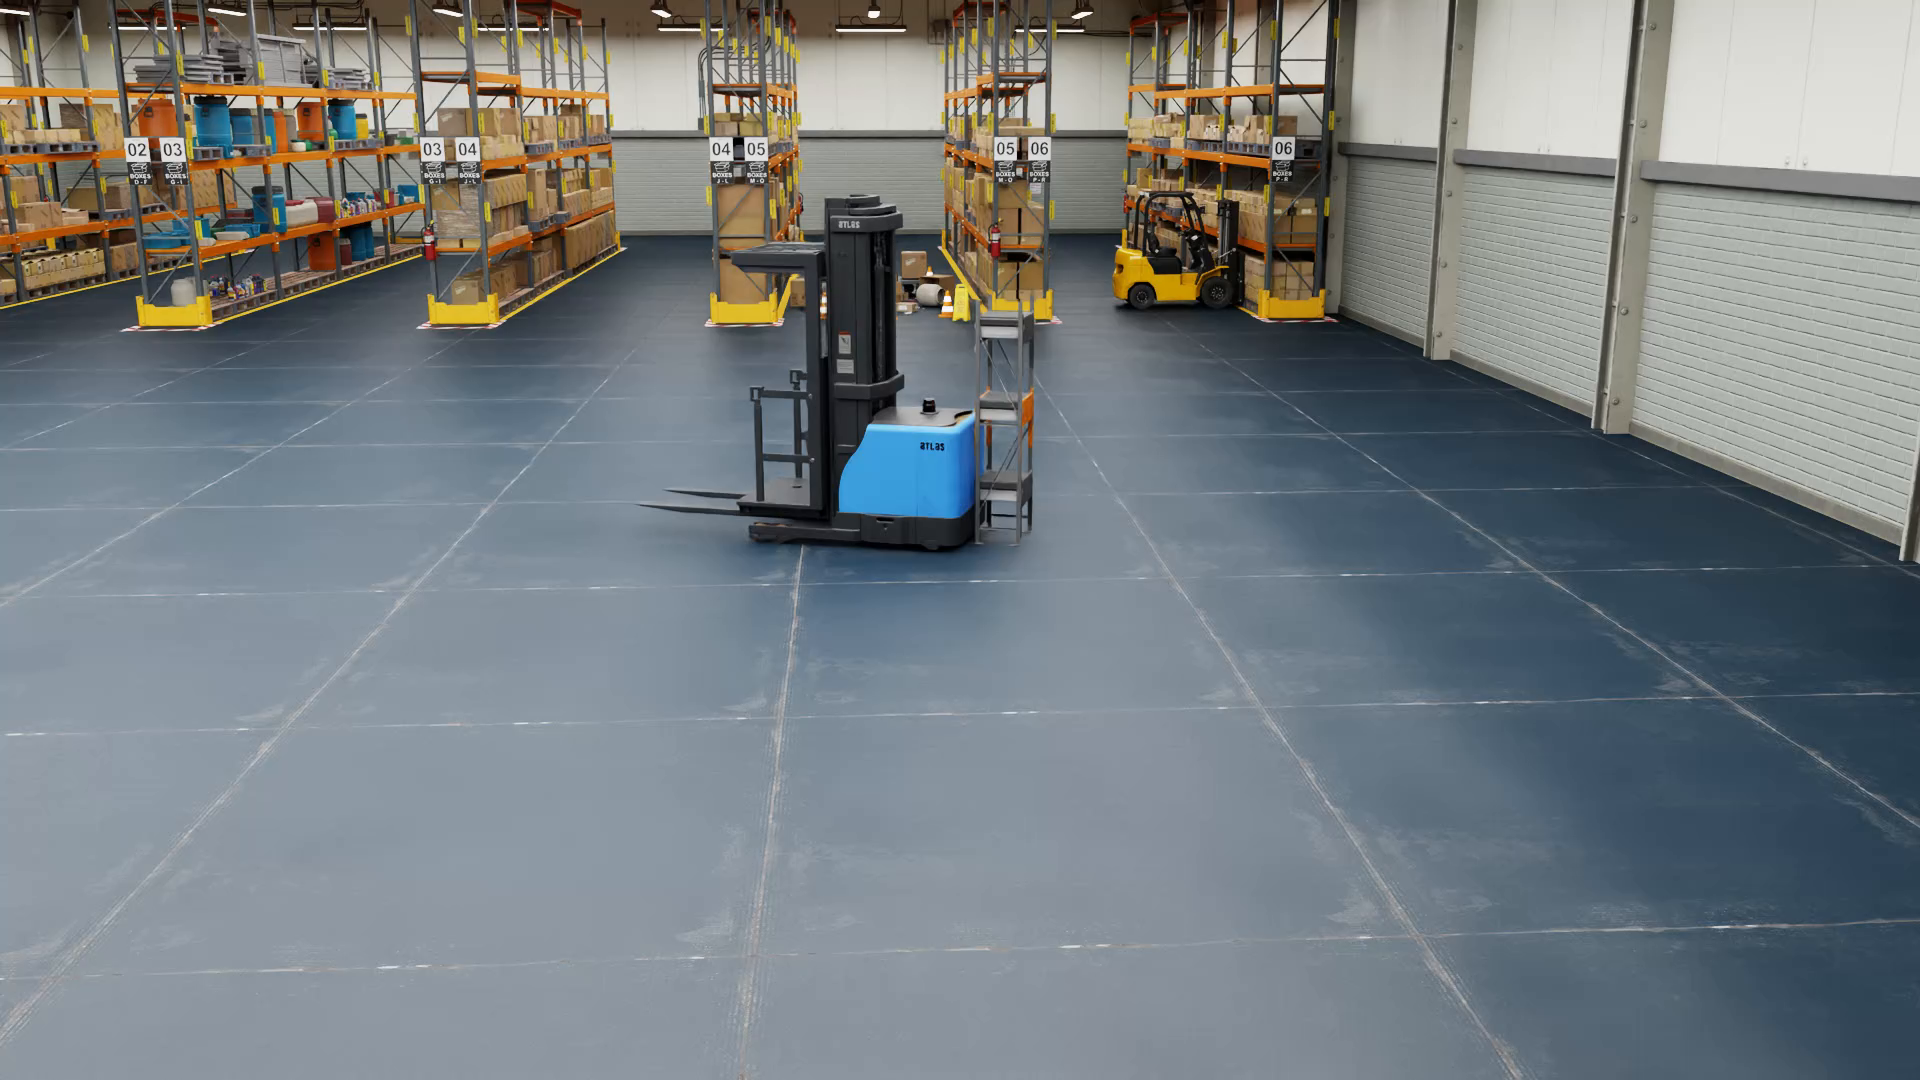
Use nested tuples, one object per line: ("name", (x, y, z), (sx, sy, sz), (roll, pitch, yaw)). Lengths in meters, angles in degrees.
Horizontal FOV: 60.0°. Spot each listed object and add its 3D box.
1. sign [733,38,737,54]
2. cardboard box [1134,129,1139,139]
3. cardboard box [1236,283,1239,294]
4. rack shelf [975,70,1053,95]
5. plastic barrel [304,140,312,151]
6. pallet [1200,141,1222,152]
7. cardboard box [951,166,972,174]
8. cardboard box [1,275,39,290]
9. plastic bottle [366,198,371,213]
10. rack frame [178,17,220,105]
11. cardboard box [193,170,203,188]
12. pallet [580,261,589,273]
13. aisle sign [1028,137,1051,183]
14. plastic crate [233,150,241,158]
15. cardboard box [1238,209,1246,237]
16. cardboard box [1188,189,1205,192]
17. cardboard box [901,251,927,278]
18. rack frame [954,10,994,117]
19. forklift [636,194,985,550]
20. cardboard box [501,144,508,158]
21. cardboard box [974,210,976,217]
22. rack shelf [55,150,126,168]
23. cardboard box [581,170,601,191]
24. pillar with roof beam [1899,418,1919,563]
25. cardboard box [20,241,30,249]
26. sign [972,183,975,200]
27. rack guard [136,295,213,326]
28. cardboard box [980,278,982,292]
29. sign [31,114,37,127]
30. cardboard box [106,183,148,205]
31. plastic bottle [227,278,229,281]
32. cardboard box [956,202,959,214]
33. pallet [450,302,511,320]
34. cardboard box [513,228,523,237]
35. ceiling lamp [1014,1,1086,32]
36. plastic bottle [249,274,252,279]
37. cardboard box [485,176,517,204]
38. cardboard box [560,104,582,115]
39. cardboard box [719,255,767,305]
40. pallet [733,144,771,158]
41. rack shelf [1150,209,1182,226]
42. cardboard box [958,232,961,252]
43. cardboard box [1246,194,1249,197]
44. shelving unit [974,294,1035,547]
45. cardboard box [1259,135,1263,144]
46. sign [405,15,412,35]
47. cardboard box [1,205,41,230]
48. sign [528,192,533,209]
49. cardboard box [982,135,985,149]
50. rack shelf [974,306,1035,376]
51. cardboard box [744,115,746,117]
("sign", (-4.882, -10.732, 36.143), (0.100, 0.325, 0.005), (-1, 14, -3))
("cardboard box", (4.878, -10.671, 43.664), (0.500, 0.250, 0.500), (-1, 14, -5))
("cardboard box", (5.601, -4.897, 32.213), (0.500, 0.250, 0.500), (0, 14, -2))
("rack shelf", (0.965, -8.511, 30.996), (1.077, 0.370, 4.000), (-1, 14, -3))
("plastic barrel", (-14.175, -8.535, 35.971), (0.294, 0.245, 0.294), (0, 14, 0))
("pallet", (5.751, -8.441, 35.673), (1.003, 0.211, 1.213), (0, 14, -1))
("cardboard box", (0.041, -9.088, 41.622), (0.500, 0.500, 0.500), (-1, 14, -4))
("cardboard box", (-18.715, -5.124, 33.096), (0.500, 0.250, 0.500), (-1, 14, -5))
("plastic bottle", (-14.105, -7.966, 39.565), (0.144, 0.351, 0.185), (-1, 14, -3))
("rack frame", (-19.681, -12.038, 43.253), (1.000, 3.000, 0.127), (-1, 14, -3))
("cardboard box", (-19.245, -9.048, 41.465), (0.500, 0.500, 0.500), (-1, 14, -5))
("pallet", (-9.344, -6.444, 39.149), (1.003, 0.211, 1.213), (-1, 14, -3))
("aisle sign", (1.402, -6.707, 29.355), (0.394, 0.787, 0.004), (-1, 14, -3))
("plastic crate", (-13.490, -7.156, 30.827), (0.243, 0.136, 0.396), (-1, 14, -3))
("cardboard box", (5.653, -6.084, 31.952), (0.500, 0.500, 0.500), (-1, 14, -3))
("cardboard box", (5.291, -7.738, 37.078), (0.380, 0.149, 0.250), (-1, 14, -2))
("cardboard box", (-0.934, -5.574, 33.668), (0.500, 0.500, 0.500), (-1, 14, -3))
("rack frame", (0.346, -11.348, 40.572), (1.000, 3.000, 0.127), (-1, 14, -3))
("forklift", (-1.349, -1.511, 14.515), (3.031, 2.935, 1.130), (4, 15, 14))
("cardboard box", (-8.676, -7.190, 30.732), (0.500, 0.250, 0.500), (0, 14, -2))
("cardboard box", (0.483, -6.788, 34.550), (0.380, 0.149, 0.250), (-1, 14, -4))
("rack shelf", (-19.309, -8.744, 37.917), (1.077, 0.370, 4.000), (-1, 14, -3))
("cardboard box", (-9.380, -9.099, 42.070), (0.500, 0.500, 0.500), (-1, 14, -5))
("pillar with roof beam", (3.718, -4.085, 12.344), (9.100, 9.000, 0.400), (-1, 14, -3))
("cardboard box", (-24.450, -7.751, 42.805), (0.700, 0.500, 0.500), (-1, 14, -4))
("sign", (0.287, -7.004, 33.406), (0.100, 0.325, 0.005), (-1, 14, -3))
("rack guard", (-13.797, -4.036, 29.211), (1.175, 0.500, 0.348), (-1, 14, -3))
("cardboard box", (0.653, -5.041, 32.775), (0.500, 0.250, 0.500), (0, 14, 0))
("sign", (-24.082, -10.903, 43.245), (0.100, 0.325, 0.005), (-1, 14, -3))
("cardboard box", (-19.521, -8.098, 38.937), (0.700, 0.500, 0.500), (1, 14, 5))
("plastic bottle", (-14.257, -4.957, 32.340), (0.061, 0.283, 0.133), (-1, 14, -3))
("cardboard box", (0.180, -7.876, 39.417), (0.500, 0.250, 0.500), (-1, 14, -4))
("pallet", (-8.822, -4.176, 30.334), (1.003, 0.211, 1.213), (-1, 14, -3))
("cardboard box", (-8.655, -5.944, 32.111), (0.380, 0.149, 0.250), (-1, 14, -3))
("ceiling lamp", (2.562, -15.878, 46.464), (2.000, 3.185, 0.800), (-1, 14, -3))
("plastic bottle", (-13.810, -4.996, 32.356), (0.144, 0.351, 0.185), (-1, 14, -3))
("cardboard box", (-8.685, -6.620, 31.433), (0.500, 0.500, 0.500), (-1, 14, -3))
("cardboard box", (-9.597, -10.640, 41.090), (0.500, 0.250, 0.500), (-2, 15, -7))
("cardboard box", (-3.953, -4.699, 30.190), (0.875, 0.875, 0.875), (-1, 14, -3))
("pallet", (-3.902, -6.951, 29.679), (1.003, 0.211, 1.213), (-1, 14, -3))
("rack shelf", (5.423, -7.674, 39.777), (1.077, 0.370, 4.000), (-1, 14, -3))
("cardboard box", (0.414, -7.563, 42.200), (0.875, 0.438, 0.875), (-1, 14, -4))
("cardboard box", (5.711, -6.572, 31.952), (0.380, 0.149, 0.250), (-1, 14, -3))
("shelving unit", (0.383, -1.031, 14.319), (0.431, 2.100, 0.503), (3, 15, 13))
("cardboard box", (5.688, -7.320, 30.397), (0.380, 0.149, 0.250), (-1, 14, -5))
("sign", (-9.357, -8.736, 28.228), (0.100, 0.325, 0.005), (-1, 14, -3))
("cardboard box", (-19.001, -6.519, 33.641), (0.500, 0.500, 0.500), (0, 14, 1))
("sign", (-8.509, -6.730, 32.924), (0.100, 0.325, 0.005), (-1, 14, -3))
("cardboard box", (0.688, -7.485, 31.282), (0.500, 0.250, 0.500), (-1, 14, -3))
("rack shelf", (0.383, -1.696, 14.148), (0.431, 0.518, 0.480), (3, 15, 13))
("cardboard box", (-4.672, -9.442, 37.447), (0.396, 0.266, 0.258), (-1, 14, -3))
